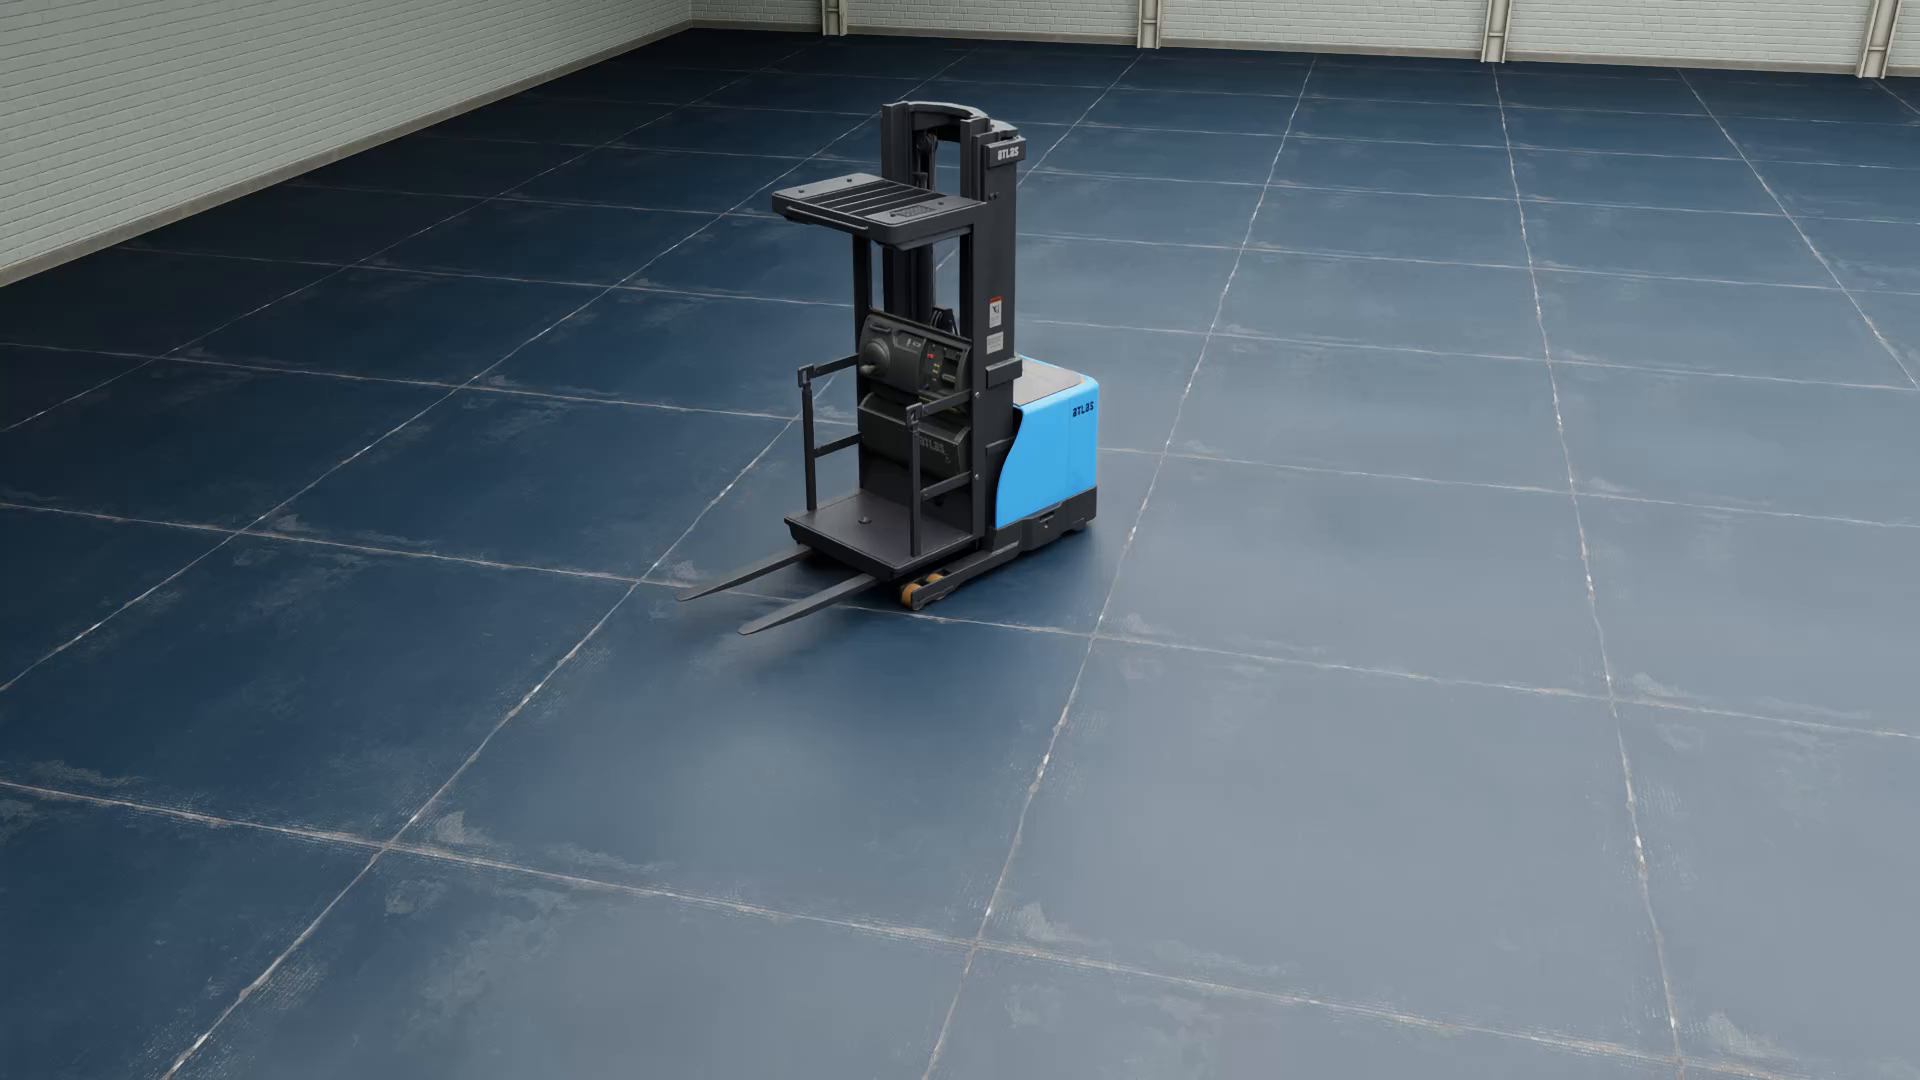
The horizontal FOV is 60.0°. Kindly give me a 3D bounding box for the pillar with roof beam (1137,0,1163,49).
[{"bbox_3d":[2.365,-11.237,24.542,0.400,9.000,9.100,6,26,13],"label":"pillar with roof beam"}]

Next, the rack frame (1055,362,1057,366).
[{"bbox_3d":[0.684,-0.825,12.085,0.006,0.900,0.240,0,24,-5],"label":"rack frame"}]

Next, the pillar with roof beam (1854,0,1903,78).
[{"bbox_3d":[13.987,-9.953,21.843,0.400,9.000,9.100,6,26,13],"label":"pillar with roof beam"}]

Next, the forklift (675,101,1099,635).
[{"bbox_3d":[-0.443,-1.131,10.373,1.130,2.935,3.031,23,34,39],"label":"forklift"}]

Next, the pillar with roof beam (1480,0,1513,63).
[{"bbox_3d":[8.176,-10.595,23.193,0.400,9.000,9.100,6,26,13],"label":"pillar with roof beam"}]

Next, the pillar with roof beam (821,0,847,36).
[{"bbox_3d":[-3.446,-11.880,25.891,0.400,9.000,9.100,6,26,13],"label":"pillar with roof beam"}]

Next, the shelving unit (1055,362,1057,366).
[{"bbox_3d":[0.583,-0.825,12.076,0.210,0.900,0.258,0,24,-5],"label":"shelving unit"}]
